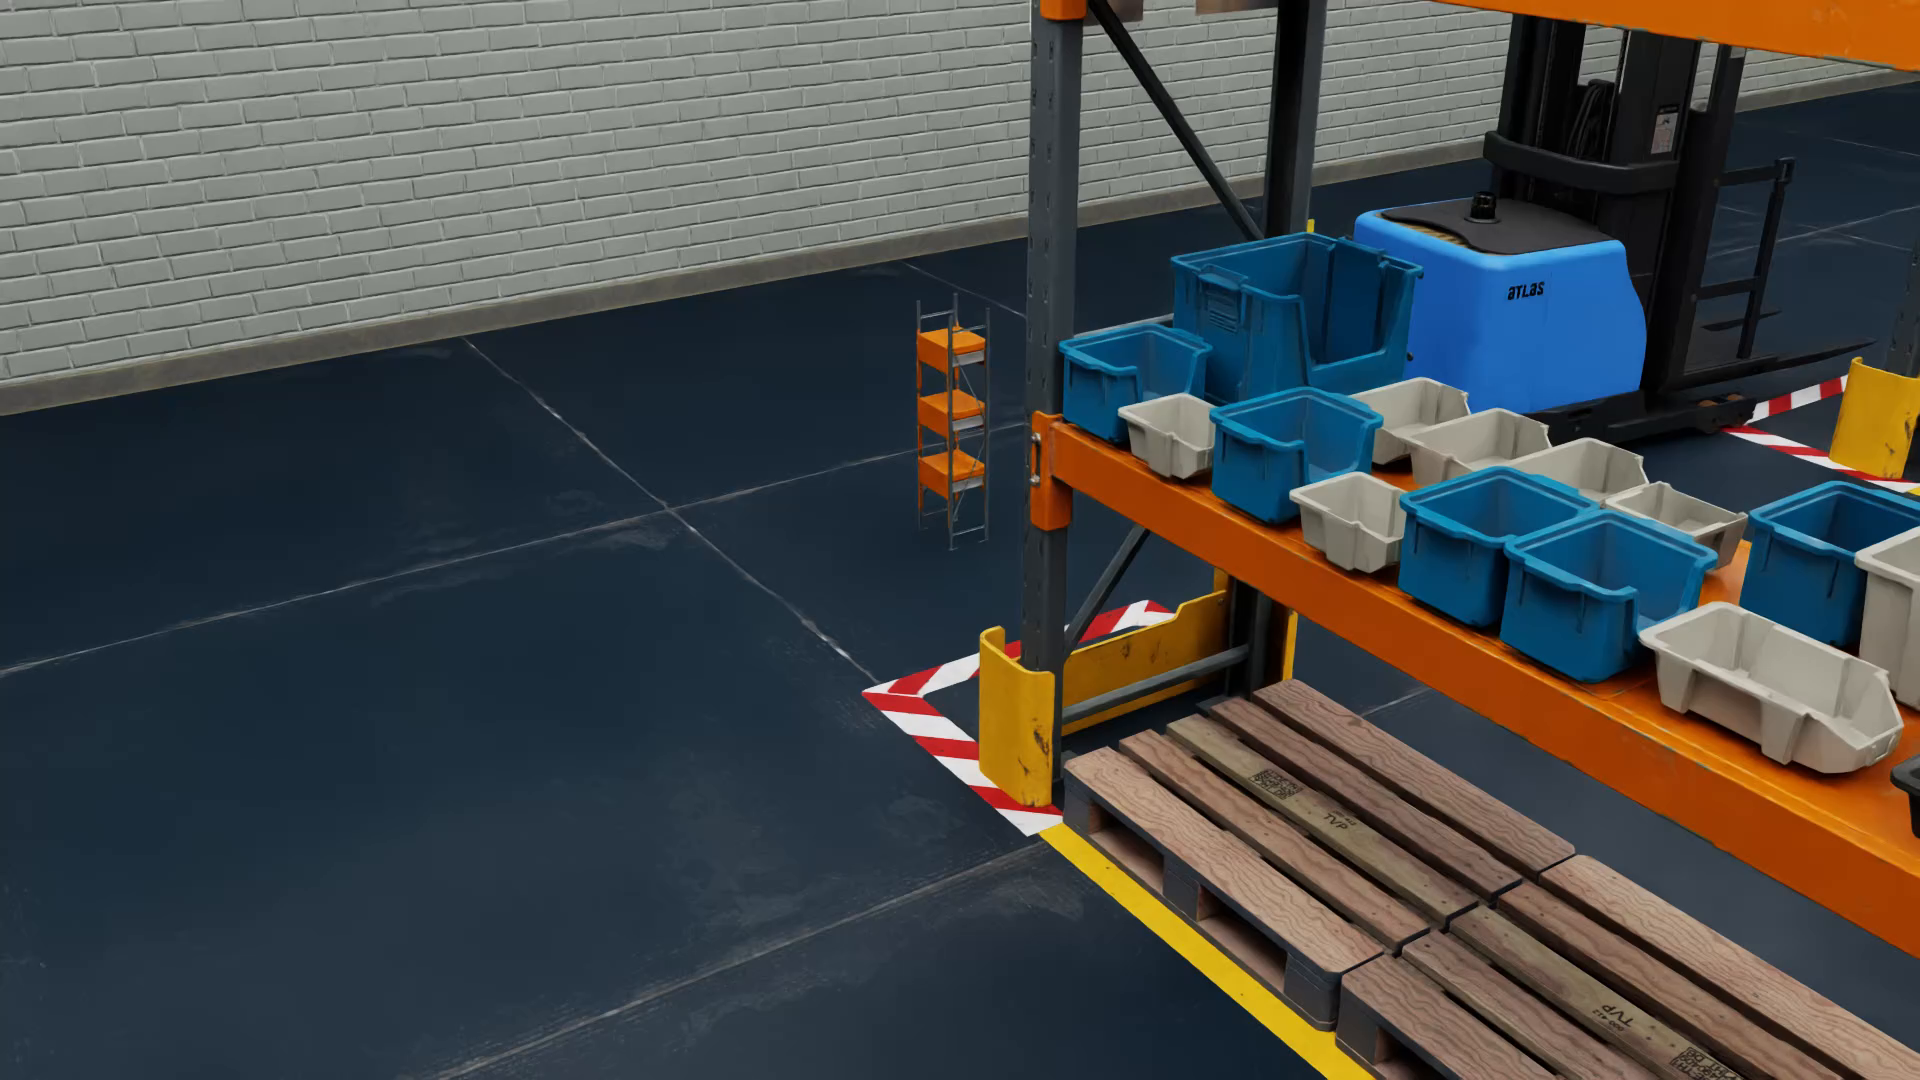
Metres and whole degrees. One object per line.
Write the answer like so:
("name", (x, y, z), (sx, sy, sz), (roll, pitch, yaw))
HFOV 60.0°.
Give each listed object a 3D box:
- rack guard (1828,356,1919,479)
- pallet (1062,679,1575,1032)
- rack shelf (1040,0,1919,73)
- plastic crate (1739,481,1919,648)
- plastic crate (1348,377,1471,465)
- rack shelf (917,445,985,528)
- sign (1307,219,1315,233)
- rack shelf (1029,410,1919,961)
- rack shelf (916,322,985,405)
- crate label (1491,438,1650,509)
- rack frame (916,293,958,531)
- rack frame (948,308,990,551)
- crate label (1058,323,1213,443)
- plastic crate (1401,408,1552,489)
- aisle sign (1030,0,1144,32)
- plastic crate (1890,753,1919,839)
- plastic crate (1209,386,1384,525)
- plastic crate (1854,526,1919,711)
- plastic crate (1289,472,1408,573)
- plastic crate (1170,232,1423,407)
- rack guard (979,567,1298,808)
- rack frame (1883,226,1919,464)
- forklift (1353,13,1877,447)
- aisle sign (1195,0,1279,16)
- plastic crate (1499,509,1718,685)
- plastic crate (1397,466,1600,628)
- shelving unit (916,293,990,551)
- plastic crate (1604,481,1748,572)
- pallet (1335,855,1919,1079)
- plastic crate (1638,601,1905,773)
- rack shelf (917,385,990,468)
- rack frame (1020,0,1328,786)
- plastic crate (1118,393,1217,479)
("rack guard", (4.783, -0.699, 8.144), (1.175, 0.500, 0.348), (-16, 29, -30))
("pallet", (1.064, 0.899, 5.099), (1.003, 0.211, 1.213), (-16, 29, -30))
("rack shelf", (1.738, -0.982, 3.145), (1.077, 0.370, 4.000), (-16, 29, -30))
("plastic crate", (1.982, 0.057, 3.741), (0.416, 0.233, 0.300), (-16, 29, -30))
("plastic crate", (1.243, -0.325, 4.662), (0.396, 0.136, 0.243), (-16, 29, -30))
("rack shelf", (-0.029, -0.233, 7.190), (0.215, 0.259, 0.240), (-16, 29, -30))
("sign", (1.098, -0.874, 5.396), (0.100, 0.325, 0.005), (-16, 29, -30))
("rack shelf", (1.738, 0.375, 3.786), (1.077, 0.370, 4.000), (-16, 29, -30))
("rack shelf", (-0.029, -0.741, 6.950), (0.215, 0.259, 0.240), (-16, 29, -30))
("crate label", (1.561, -0.124, 4.237), (0.396, 0.136, 0.243), (-16, 29, -30))
("rack frame", (-0.096, -0.538, 7.159), (0.200, 1.050, 0.008), (-16, 29, -30))
("rack frame", (0.037, -0.450, 6.974), (0.200, 1.050, 0.008), (-16, 29, -30))
("crate label", (0.505, -0.453, 4.821), (0.416, 0.233, 0.303), (-16, 29, -30))
("plastic crate", (1.389, -0.218, 4.436), (0.396, 0.136, 0.243), (-16, 29, -30))
("aisle sign", (0.358, -1.798, 4.500), (0.394, 0.787, 0.004), (-16, 29, -30))
("plastic crate", (1.993, 0.524, 2.878), (0.437, 0.125, 0.590), (-16, 29, -30))
("plastic crate", (0.864, -0.217, 4.322), (0.416, 0.233, 0.300), (-16, 29, -30))
("plastic crate", (2.150, 0.202, 3.377), (0.437, 0.282, 0.530), (-16, 29, -30))
("plastic crate", (0.981, -0.032, 4.043), (0.250, 0.136, 0.298), (-16, 29, -30))
("plastic crate", (0.985, -0.633, 4.965), (0.616, 0.435, 0.499), (-16, 29, -30))
("rack guard", (0.622, 0.459, 5.693), (1.175, 0.500, 0.348), (-16, 29, -30))
("rack frame", (4.796, -1.820, 7.592), (1.000, 3.000, 0.127), (-16, 29, -30))
("forklift", (3.473, -2.051, 8.162), (3.031, 2.935, 1.130), (-12, 28, -23))
("aisle sign", (0.852, -1.936, 4.792), (0.394, 0.787, 0.004), (-16, 29, -30))
("plastic crate", (1.387, 0.126, 3.596), (0.416, 0.233, 0.300), (-16, 29, -30))
("plastic crate", (1.224, 0.018, 3.823), (0.416, 0.233, 0.300), (-16, 29, -30))
("shelving unit", (-0.029, -0.494, 7.066), (0.215, 1.050, 0.252), (-16, 29, -30))
("plastic crate", (1.739, -0.022, 4.022), (0.298, 0.136, 0.250), (-16, 29, -30))
("pallet", (1.725, 1.335, 4.175), (1.003, 0.211, 1.213), (-16, 29, -30))
("plastic crate", (1.627, 0.304, 3.331), (0.293, 0.136, 0.466), (-16, 29, -30))
("rack shelf", (-0.029, -0.484, 7.071), (0.215, 0.259, 0.240), (-16, 29, -30))
("rack frame", (0.646, -0.666, 5.147), (1.000, 3.000, 0.127), (-16, 29, -30))
("plastic crate", (0.611, -0.275, 4.557), (0.250, 0.136, 0.298), (-16, 29, -30))
